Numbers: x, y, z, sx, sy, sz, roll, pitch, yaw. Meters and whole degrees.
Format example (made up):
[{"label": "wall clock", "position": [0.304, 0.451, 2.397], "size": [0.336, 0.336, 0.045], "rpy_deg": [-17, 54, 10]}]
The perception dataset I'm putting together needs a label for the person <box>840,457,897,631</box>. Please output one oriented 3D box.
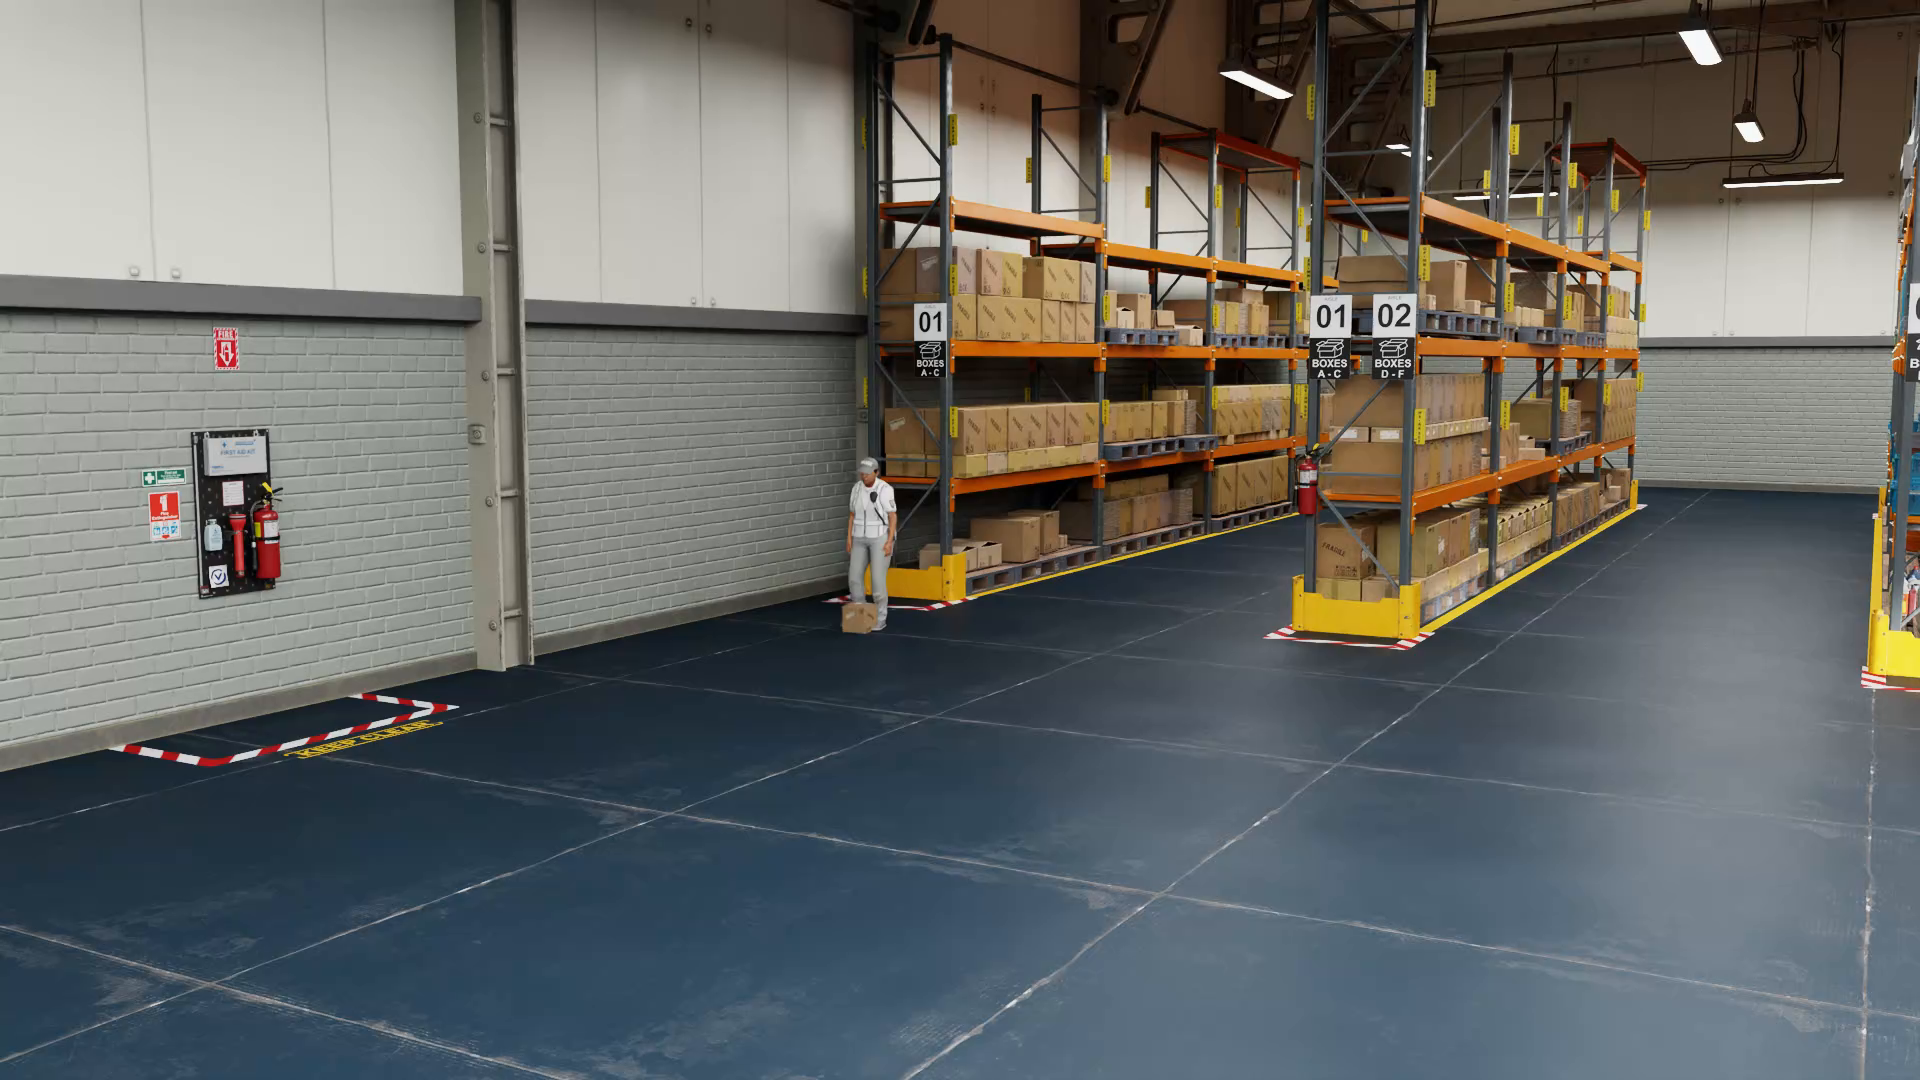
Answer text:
[{"label": "person", "position": [-0.874, 0.026, 16.098], "size": [0.538, 1.666, 0.461], "rpy_deg": [3, 7, 27]}]
